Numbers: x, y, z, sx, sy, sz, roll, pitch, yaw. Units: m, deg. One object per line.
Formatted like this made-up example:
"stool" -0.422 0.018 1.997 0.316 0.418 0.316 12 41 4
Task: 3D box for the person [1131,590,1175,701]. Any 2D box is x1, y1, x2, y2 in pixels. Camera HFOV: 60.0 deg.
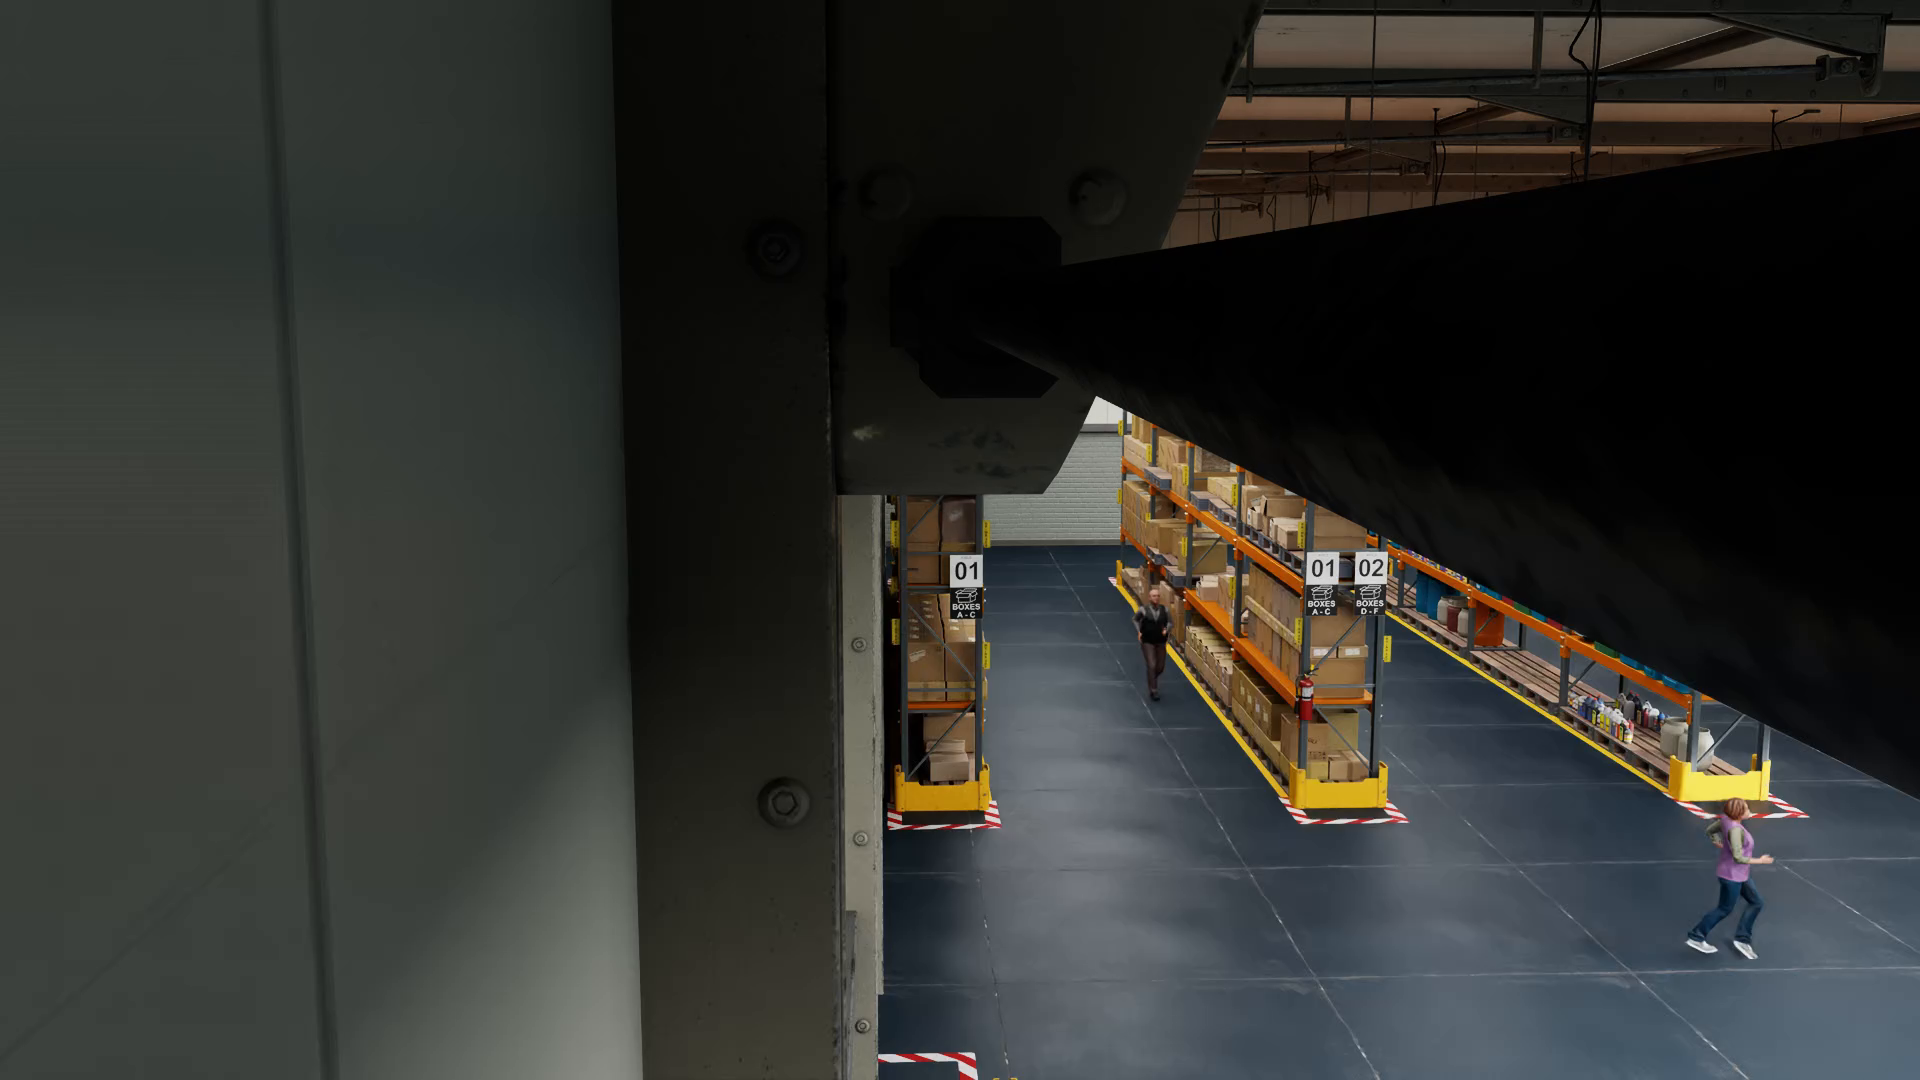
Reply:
"person" 3.057 1.626 26.231 0.676 1.710 0.802 -1 9 -9

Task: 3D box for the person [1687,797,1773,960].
"person" 7.367 3.230 15.890 0.702 1.619 0.542 3 9 22
